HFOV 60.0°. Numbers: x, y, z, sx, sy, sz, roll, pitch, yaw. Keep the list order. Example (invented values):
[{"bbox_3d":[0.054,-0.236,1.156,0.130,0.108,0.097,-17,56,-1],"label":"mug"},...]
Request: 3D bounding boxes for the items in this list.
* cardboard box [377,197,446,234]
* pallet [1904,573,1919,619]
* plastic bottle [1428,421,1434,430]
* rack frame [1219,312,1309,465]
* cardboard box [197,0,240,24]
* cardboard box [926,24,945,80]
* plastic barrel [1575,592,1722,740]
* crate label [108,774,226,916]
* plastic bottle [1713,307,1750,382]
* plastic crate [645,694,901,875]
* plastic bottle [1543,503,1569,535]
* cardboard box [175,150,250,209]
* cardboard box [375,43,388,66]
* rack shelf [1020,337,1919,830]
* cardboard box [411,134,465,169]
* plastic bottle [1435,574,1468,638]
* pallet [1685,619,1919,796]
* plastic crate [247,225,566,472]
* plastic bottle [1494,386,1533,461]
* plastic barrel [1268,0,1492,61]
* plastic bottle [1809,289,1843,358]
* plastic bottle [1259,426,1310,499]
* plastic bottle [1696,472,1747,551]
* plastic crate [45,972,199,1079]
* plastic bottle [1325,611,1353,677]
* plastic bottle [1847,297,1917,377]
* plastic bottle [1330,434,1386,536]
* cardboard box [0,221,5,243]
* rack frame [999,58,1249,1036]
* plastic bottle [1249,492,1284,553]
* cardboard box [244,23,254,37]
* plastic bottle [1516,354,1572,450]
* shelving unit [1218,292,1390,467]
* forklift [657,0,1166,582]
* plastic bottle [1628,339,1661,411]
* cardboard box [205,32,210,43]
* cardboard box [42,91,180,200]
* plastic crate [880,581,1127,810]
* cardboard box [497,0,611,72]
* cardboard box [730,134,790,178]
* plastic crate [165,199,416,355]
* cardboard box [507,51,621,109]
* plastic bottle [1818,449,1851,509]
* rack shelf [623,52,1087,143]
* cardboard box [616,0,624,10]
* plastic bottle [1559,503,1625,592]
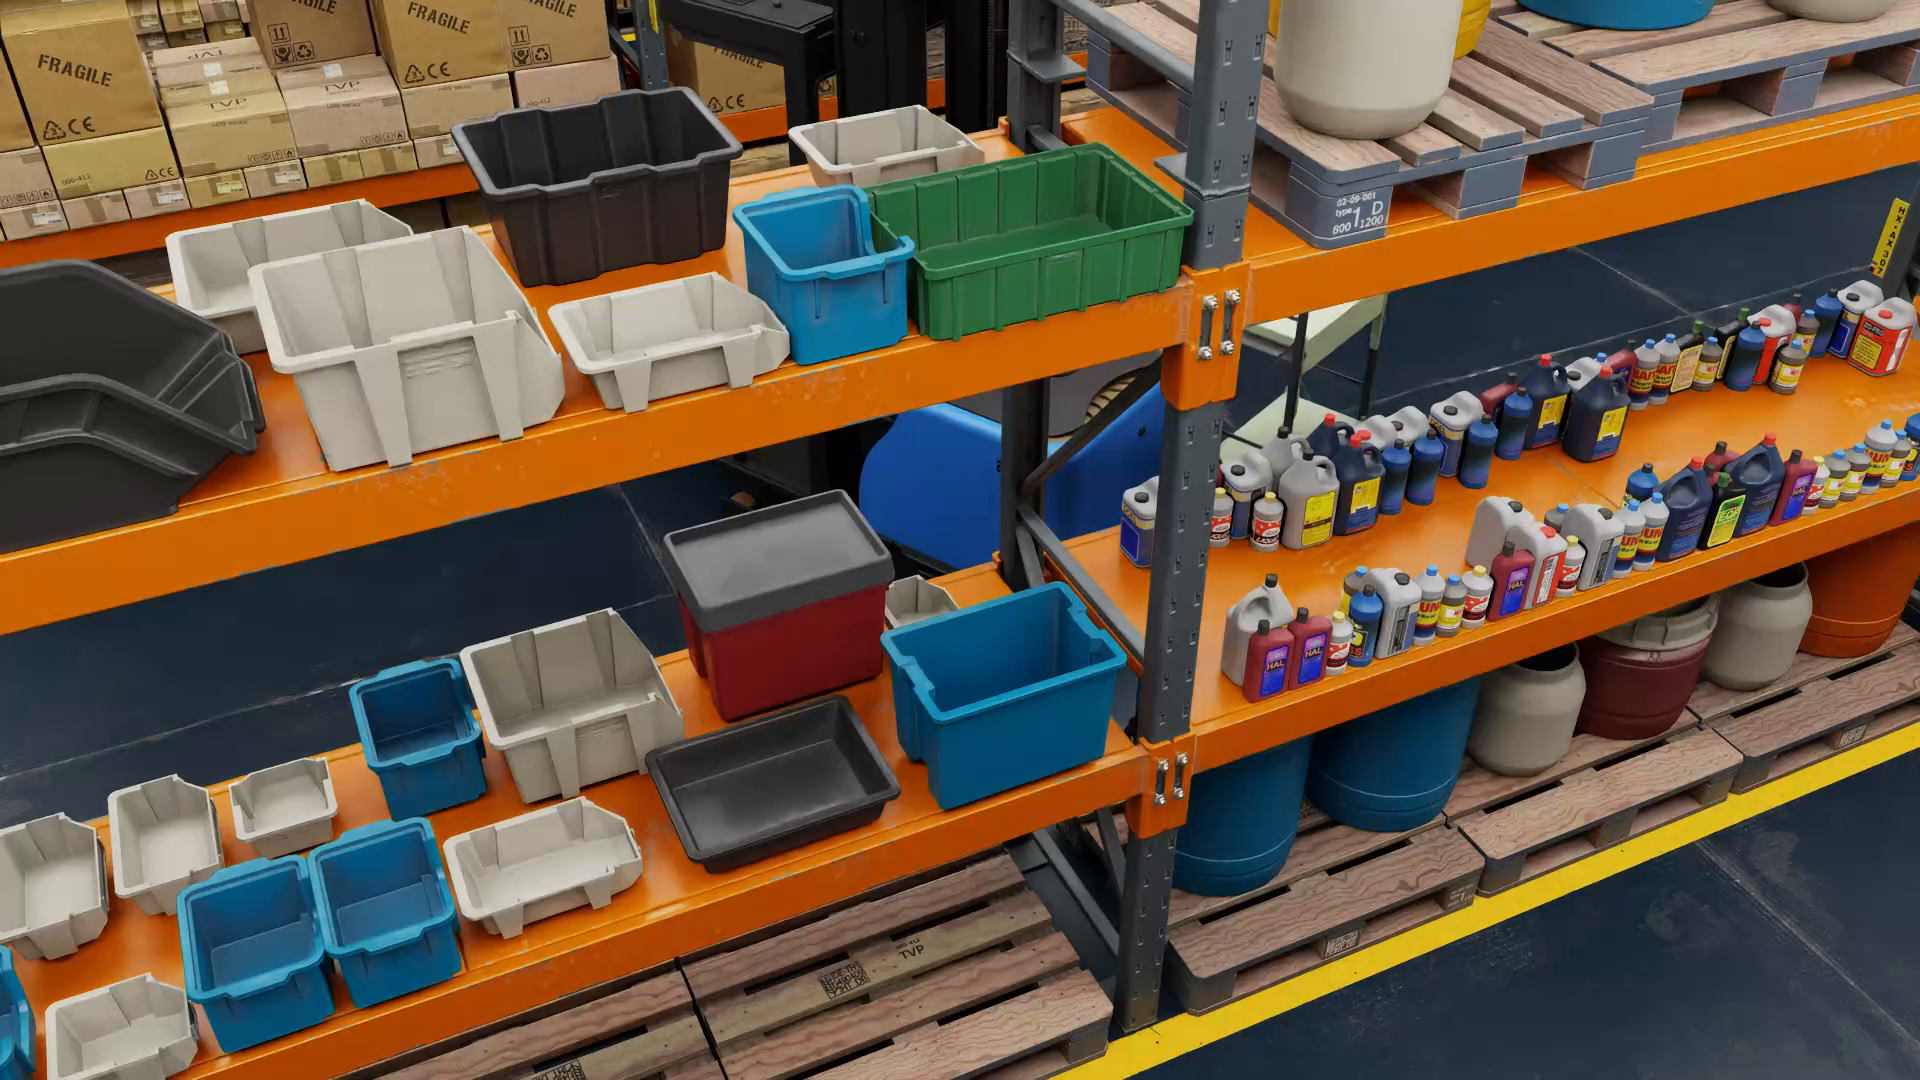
[{"bbox_3d":[-3.158,-1.476,8.654,0.875,0.875,0.875,-16,39,-20],"label":"cardboard box"},{"bbox_3d":[4.732,0.091,7.451,1.213,0.211,1.003,-16,39,-20],"label":"pallet"},{"bbox_3d":[1.615,-0.334,5.850,0.097,0.201,0.097,0,37,0],"label":"plastic bottle"},{"bbox_3d":[1.211,-0.414,7.049,0.400,1.500,0.023,26,44,31],"label":"rack frame"},{"bbox_3d":[-5.360,-3.872,11.993,0.250,0.149,0.380,-16,39,-20],"label":"cardboard box"},{"bbox_3d":[-0.281,-2.789,8.908,0.500,0.500,0.500,-17,40,-21],"label":"cardboard box"},{"bbox_3d":[2.556,0.364,6.412,0.708,0.588,0.600,-16,39,-20],"label":"plastic barrel"},{"bbox_3d":[-2.056,0.799,4.326,0.243,0.136,0.396,-16,39,-20],"label":"crate label"},{"bbox_3d":[2.925,-0.746,6.336,0.133,0.283,0.061,-16,39,-20],"label":"plastic bottle"},{"bbox_3d":[-0.506,0.673,4.506,0.590,0.125,0.437,-16,39,-20],"label":"plastic crate"},{"bbox_3d":[1.952,-0.029,5.438,0.097,0.201,0.097,0,37,0],"label":"plastic bottle"},{"bbox_3d":[-3.479,-1.701,7.737,0.250,0.149,0.380,-17,40,-21],"label":"cardboard box"},{"bbox_3d":[-2.700,-2.471,8.440,0.500,0.250,0.500,-16,39,-20],"label":"cardboard box"},{"bbox_3d":[2.204,-0.059,5.916,4.000,0.370,1.077,-16,39,-20],"label":"rack shelf"},{"bbox_3d":[-2.546,-1.963,8.089,0.250,0.149,0.380,-15,39,-19],"label":"cardboard box"},{"bbox_3d":[1.510,0.194,5.137,0.097,0.201,0.097,0,37,0],"label":"plastic bottle"},{"bbox_3d":[3.318,0.488,6.915,1.213,0.211,1.003,-16,39,-20],"label":"pallet"},{"bbox_3d":[-1.090,-0.381,3.327,0.530,0.282,0.437,-16,39,-20],"label":"plastic crate"},{"bbox_3d":[1.971,-0.422,5.909,0.097,0.271,0.097,0,37,0],"label":"plastic bottle"},{"bbox_3d":[1.133,-1.631,4.403,0.600,0.588,0.600,0,37,0],"label":"plastic barrel"},{"bbox_3d":[3.368,-0.853,6.490,0.097,0.271,0.097,0,37,0],"label":"plastic bottle"},{"bbox_3d":[1.086,-0.231,5.585,0.185,0.351,0.144,-16,39,-20],"label":"plastic bottle"},{"bbox_3d":[2.506,-0.105,5.472,0.133,0.283,0.061,-16,39,-20],"label":"plastic bottle"},{"bbox_3d":[-1.925,1.159,3.840,0.298,0.136,0.250,-16,39,-20],"label":"plastic crate"},{"bbox_3d":[1.124,0.302,4.991,0.097,0.201,0.097,0,37,0],"label":"plastic bottle"},{"bbox_3d":[3.550,-0.787,6.398,0.135,0.276,0.152,-16,39,-20],"label":"plastic bottle"},{"bbox_3d":[1.315,-0.200,5.543,0.185,0.351,0.144,-16,39,-20],"label":"plastic bottle"},{"bbox_3d":[-4.408,-1.442,7.387,0.250,0.149,0.380,-17,40,-21],"label":"cardboard box"},{"bbox_3d":[0.393,0.158,5.019,0.127,3.000,1.000,-16,39,-20],"label":"rack frame"},{"bbox_3d":[1.013,-0.066,5.488,0.097,0.201,0.097,0,37,0],"label":"plastic bottle"},{"bbox_3d":[-5.094,-3.810,12.160,0.250,0.149,0.380,-17,40,-22],"label":"cardboard box"},{"bbox_3d":[2.083,-0.510,5.961,0.185,0.351,0.144,-16,39,-20],"label":"plastic bottle"},{"bbox_3d":[1.443,-0.583,7.277,0.431,1.500,0.755,26,44,31],"label":"shelving unit"},{"bbox_3d":[-0.504,-1.397,7.173,3.031,2.935,1.130,24,43,28],"label":"forklift"},{"bbox_3d":[2.532,-0.619,6.175,0.097,0.271,0.097,0,37,0],"label":"plastic bottle"},{"bbox_3d":[-5.343,-3.583,12.104,0.250,0.149,0.380,-16,39,-20],"label":"cardboard box"},{"bbox_3d":[-3.859,-1.796,7.530,0.500,0.250,0.500,-17,40,-21],"label":"cardboard box"},{"bbox_3d":[0.115,0.443,4.598,0.575,0.384,0.392,-16,39,-20],"label":"plastic crate"},{"bbox_3d":[-2.014,-2.613,8.001,0.500,0.500,0.500,-15,39,-19],"label":"cardboard box"},{"bbox_3d":[-1.141,-2.001,9.361,0.875,0.875,1.225,-15,39,-20],"label":"cardboard box"},{"bbox_3d":[-1.463,-0.585,3.724,0.530,0.136,0.437,-16,39,-20],"label":"plastic crate"},{"bbox_3d":[-2.000,-2.319,8.235,0.500,0.250,0.500,-16,40,-21],"label":"cardboard box"},{"bbox_3d":[2.979,-0.216,5.691,0.097,0.201,0.097,0,37,0],"label":"plastic bottle"},{"bbox_3d":[0.099,-2.730,9.517,4.000,0.370,1.077,-16,39,-20],"label":"rack shelf"},{"bbox_3d":[-2.946,-4.422,12.940,0.500,0.500,0.500,-14,39,-18],"label":"cardboard box"},{"bbox_3d":[2.022,0.003,5.332,0.135,0.276,0.152,-16,39,-20],"label":"plastic bottle"}]
